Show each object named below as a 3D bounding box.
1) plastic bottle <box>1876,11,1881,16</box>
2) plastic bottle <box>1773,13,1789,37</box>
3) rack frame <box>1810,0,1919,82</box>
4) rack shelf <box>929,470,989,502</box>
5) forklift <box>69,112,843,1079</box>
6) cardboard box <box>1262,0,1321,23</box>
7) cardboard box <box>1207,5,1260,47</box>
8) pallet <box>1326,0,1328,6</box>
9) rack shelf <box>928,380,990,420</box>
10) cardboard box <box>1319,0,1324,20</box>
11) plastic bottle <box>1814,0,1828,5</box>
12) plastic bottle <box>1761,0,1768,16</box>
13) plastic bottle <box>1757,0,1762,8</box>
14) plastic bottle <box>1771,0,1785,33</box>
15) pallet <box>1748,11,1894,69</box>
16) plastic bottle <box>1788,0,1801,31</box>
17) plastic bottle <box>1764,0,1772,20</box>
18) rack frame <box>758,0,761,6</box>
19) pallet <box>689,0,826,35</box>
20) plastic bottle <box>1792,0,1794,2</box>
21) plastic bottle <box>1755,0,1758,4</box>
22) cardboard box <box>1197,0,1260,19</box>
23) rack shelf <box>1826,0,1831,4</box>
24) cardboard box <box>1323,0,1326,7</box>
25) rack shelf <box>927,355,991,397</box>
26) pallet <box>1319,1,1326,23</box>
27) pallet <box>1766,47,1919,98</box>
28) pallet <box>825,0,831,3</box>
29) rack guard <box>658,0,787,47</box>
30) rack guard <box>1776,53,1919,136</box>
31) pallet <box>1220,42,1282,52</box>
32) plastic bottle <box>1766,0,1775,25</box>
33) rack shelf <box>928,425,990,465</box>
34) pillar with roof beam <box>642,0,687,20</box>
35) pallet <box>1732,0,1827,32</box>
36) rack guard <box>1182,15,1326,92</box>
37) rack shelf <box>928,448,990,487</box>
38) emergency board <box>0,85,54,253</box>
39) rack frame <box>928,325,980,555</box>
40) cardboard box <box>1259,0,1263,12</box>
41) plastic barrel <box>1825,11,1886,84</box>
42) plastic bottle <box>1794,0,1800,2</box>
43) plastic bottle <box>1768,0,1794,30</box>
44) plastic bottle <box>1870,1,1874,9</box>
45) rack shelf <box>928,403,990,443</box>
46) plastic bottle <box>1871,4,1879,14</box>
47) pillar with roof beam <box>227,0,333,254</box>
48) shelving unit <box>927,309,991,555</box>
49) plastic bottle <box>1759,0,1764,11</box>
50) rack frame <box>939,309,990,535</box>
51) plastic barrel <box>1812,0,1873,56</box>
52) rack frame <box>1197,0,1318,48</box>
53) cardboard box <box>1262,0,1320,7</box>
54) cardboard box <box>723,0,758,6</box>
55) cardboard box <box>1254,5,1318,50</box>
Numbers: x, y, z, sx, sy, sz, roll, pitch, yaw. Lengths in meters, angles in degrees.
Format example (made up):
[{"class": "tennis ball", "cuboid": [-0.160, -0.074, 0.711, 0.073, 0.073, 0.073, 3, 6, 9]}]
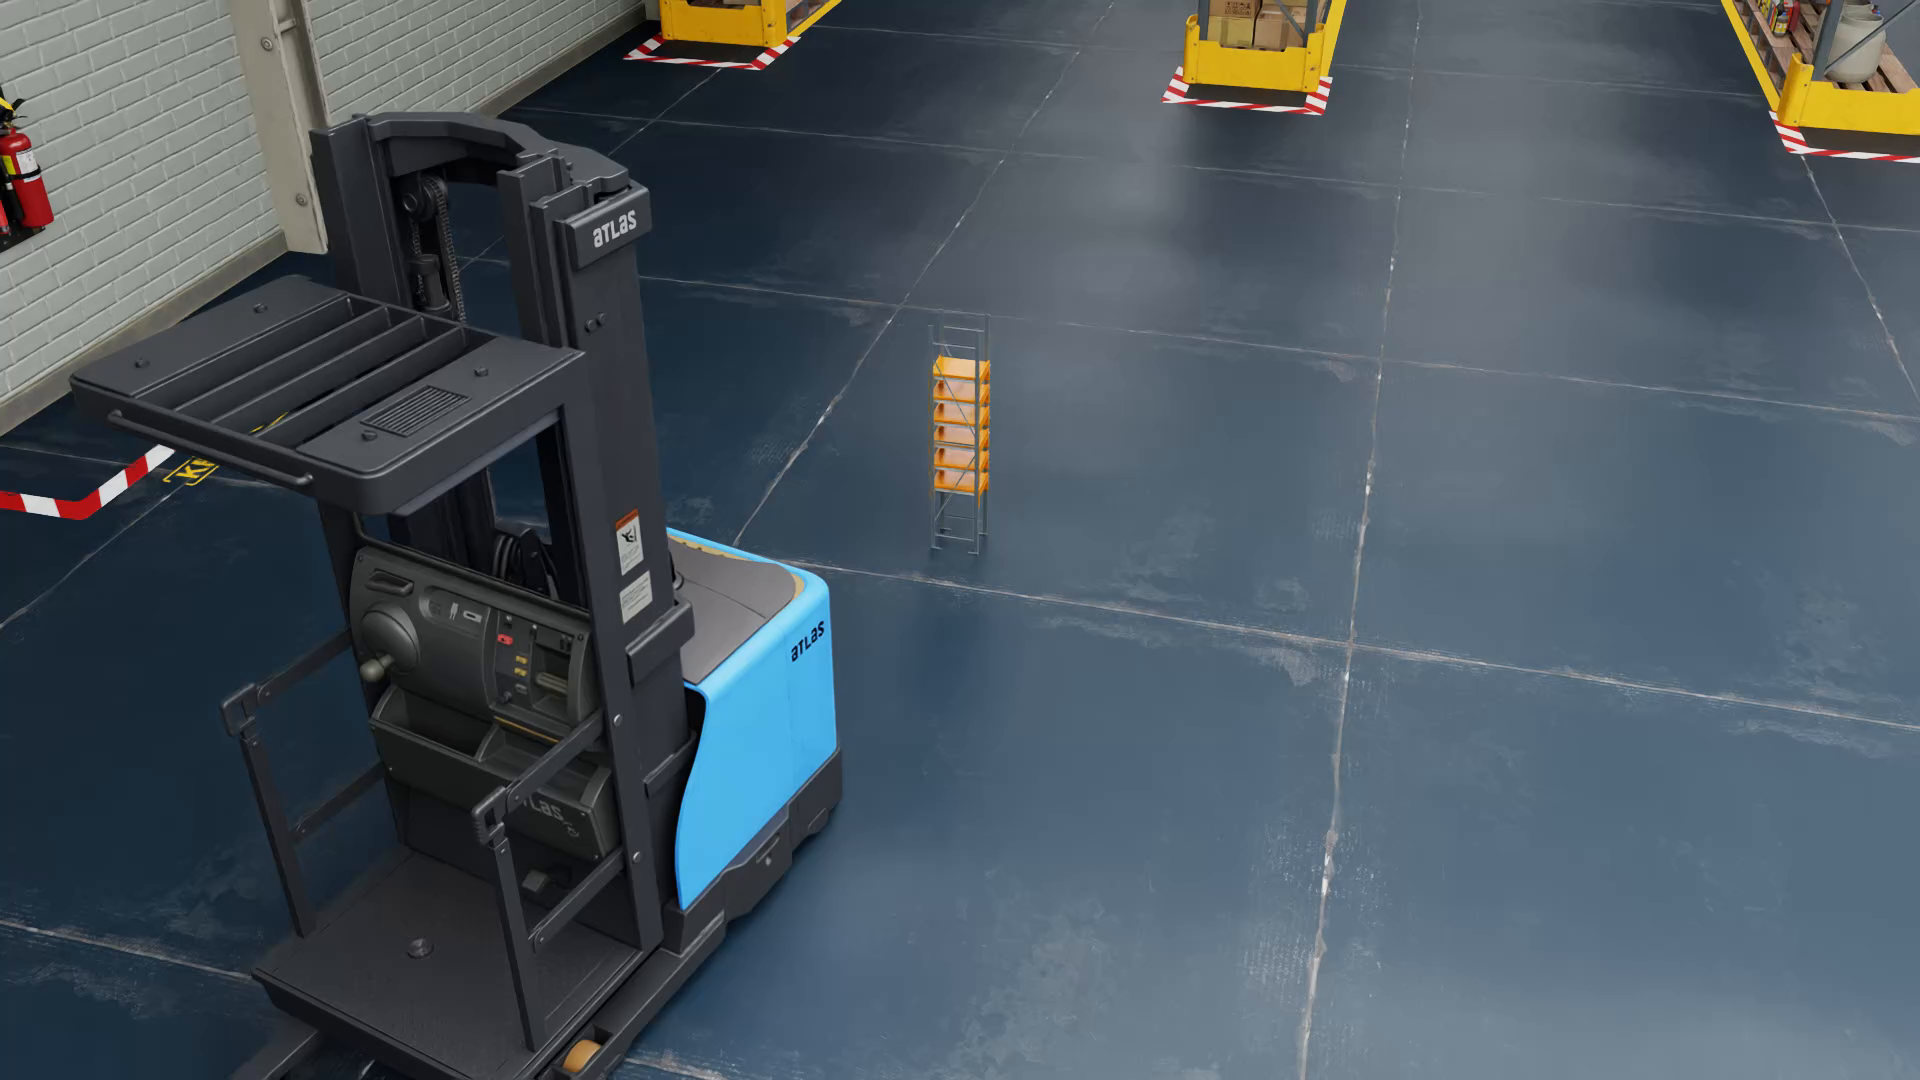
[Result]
[{"class": "plastic bottle", "cuboid": [8.102, -4.547, 14.740, 0.097, 0.271, 0.097, 0, 32, 0]}, {"class": "plastic bottle", "cuboid": [7.382, -4.632, 14.939, 0.097, 0.201, 0.097, 0, 32, 0]}, {"class": "rack frame", "cuboid": [7.340, -4.615, 12.713, 1.000, 3.000, 0.127, 8, 33, 12]}, {"class": "rack shelf", "cuboid": [-0.004, -0.259, 8.069, 0.258, 0.103, 0.180, 8, 33, 12]}, {"class": "forklift", "cuboid": [-1.610, 0.373, 4.931, 1.130, 2.935, 3.031, 16, 36, 24]}, {"class": "cardboard box", "cuboid": [3.025, -4.816, 15.201, 0.500, 0.250, 0.500, 8, 33, 12]}, {"class": "cardboard box", "cuboid": [2.400, -4.626, 14.903, 0.500, 0.250, 0.500, 8, 33, 12]}, {"class": "pallet", "cuboid": [3.323, -5.783, 17.150, 1.003, 0.211, 1.213, 8, 33, 12]}, {"class": "rack shelf", "cuboid": [-0.004, -0.664, 7.811, 0.258, 0.103, 0.180, 8, 33, 12]}, {"class": "cardboard box", "cuboid": [3.152, -5.075, 15.609, 0.500, 0.250, 0.500, 8, 33, 12]}, {"class": "plastic bottle", "cuboid": [8.272, -5.261, 15.858, 0.152, 0.276, 0.135, 8, 33, 12]}, {"class": "plastic bottle", "cuboid": [7.593, -5.077, 15.500, 0.144, 0.351, 0.185, 8, 33, 12]}, {"class": "plastic bottle", "cuboid": [7.619, -5.189, 15.739, 0.061, 0.283, 0.133, 9, 34, 15]}, {"class": "plastic bottle", "cuboid": [7.394, -4.730, 15.016, 0.061, 0.283, 0.133, 9, 33, 14]}, {"class": "pallet", "cuboid": [7.837, -4.536, 15.188, 1.003, 0.211, 1.213, 8, 33, 12]}, {"class": "plastic bottle", "cuboid": [7.576, -4.780, 15.094, 0.061, 0.283, 0.133, 8, 33, 12]}, {"class": "plastic bottle", "cuboid": [7.546, -4.981, 15.348, 0.144, 0.351, 0.185, 9, 34, 14]}, {"class": "rack frame", "cuboid": [-2.243, -5.964, 14.835, 1.000, 3.000, 0.127, 8, 33, 12]}, {"class": "pallet", "cuboid": [-1.983, -5.243, 16.301, 1.003, 0.211, 1.213, 8, 33, 12]}, {"class": "plastic bottle", "cuboid": [7.674, -4.924, 15.398, 0.097, 0.201, 0.097, 0, 32, 0]}, {"class": "plastic bottle", "cuboid": [7.701, -5.298, 15.847, 0.144, 0.351, 0.185, 7, 33, 10]}, {"class": "cardboard box", "cuboid": [2.398, -4.943, 14.702, 0.500, 0.500, 0.500, 8, 33, 12]}, {"class": "rack shelf", "cuboid": [7.848, -5.349, 14.539, 1.077, 0.370, 4.000, 8, 33, 12]}, {"class": "cardboard box", "cuboid": [3.283, -5.334, 16.016, 0.500, 0.250, 0.500, 8, 33, 12]}, {"class": "rack shelf", "cuboid": [-0.004, -0.765, 7.747, 0.258, 0.103, 0.180, 8, 33, 12]}, {"class": "pallet", "cuboid": [3.015, -5.148, 16.151, 1.003, 0.211, 1.213, 8, 33, 12]}, {"class": "pallet", "cuboid": [7.525, -3.905, 14.195, 1.003, 0.211, 1.213, 8, 33, 12]}, {"class": "pallet", "cuboid": [-1.671, -5.874, 17.293, 1.003, 0.211, 1.213, 8, 33, 12]}, {"class": "rack guard", "cuboid": [-2.223, -4.948, 15.567, 1.175, 0.500, 0.348, 8, 33, 12]}, {"class": "rack guard", "cuboid": [7.314, -3.606, 13.456, 1.175, 0.500, 0.348, 8, 33, 12]}, {"class": "pallet", "cuboid": [2.703, -4.517, 15.158, 1.003, 0.211, 1.213, 8, 33, 12]}, {"class": "plastic bottle", "cuboid": [7.508, -4.863, 15.232, 0.152, 0.276, 0.135, 7, 33, 11]}, {"class": "rack shelf", "cuboid": [-0.004, -0.461, 7.940, 0.258, 0.103, 0.180, 8, 33, 12]}, {"class": "pillar with roof beam", "cuboid": [1.262, -8.390, 13.060, 9.100, 9.000, 0.400, 8, 33, 12]}, {"class": "pallet", "cuboid": [8.145, -5.171, 16.187, 1.003, 0.211, 1.213, 8, 33, 12]}, {"class": "rack guard", "cuboid": [2.544, -4.224, 14.428, 1.175, 0.500, 0.348, 8, 33, 12]}, {"class": "rack shelf", "cuboid": [-0.004, -0.360, 8.005, 0.258, 0.103, 0.180, 8, 33, 12]}, {"class": "emergency board", "cuboid": [-5.088, -2.054, 8.685, 0.194, 1.169, 0.643, 8, 33, 12]}, {"class": "rack frame", "cuboid": [-0.027, -0.451, 7.842, 0.240, 1.200, 0.006, 8, 33, 12]}, {"class": "cardboard box", "cuboid": [2.515, -4.888, 15.314, 0.500, 0.250, 0.500, 8, 33, 12]}, {"class": "plastic barrel", "cuboid": [7.433, -4.094, 13.821, 0.421, 0.512, 0.421, 0, 32, 0]}, {"class": "plastic bottle", "cuboid": [7.743, -5.039, 15.509, 0.152, 0.276, 0.135, 8, 33, 12]}, {"class": "plastic bottle", "cuboid": [7.473, -4.791, 15.119, 0.152, 0.276, 0.135, 8, 33, 13]}, {"class": "plastic bottle", "cuboid": [8.189, -4.725, 15.020, 0.097, 0.271, 0.097, 0, 32, 0]}, {"class": "rack shelf", "cuboid": [-0.004, -0.563, 7.876, 0.258, 0.103, 0.180, 8, 33, 12]}, {"class": "plastic bottle", "cuboid": [8.177, -4.667, 14.918, 0.061, 0.283, 0.133, 9, 33, 13]}, {"class": "pillar with roof beam", "cuboid": [-0.260, -5.277, 8.162, 9.100, 9.000, 0.400, 8, 33, 12]}, {"class": "shelving unit", "cuboid": [-0.004, -0.499, 7.916, 0.258, 1.200, 0.189, 8, 33, 12]}, {"class": "plastic bottle", "cuboid": [7.607, -5.091, 15.661, 0.097, 0.201, 0.097, 0, 32, 0]}, {"class": "rack frame", "cuboid": [0.020, -0.546, 7.991, 0.240, 1.200, 0.006, 8, 33, 12]}, {"class": "plastic barrel", "cuboid": [7.560, -4.354, 14.231, 0.421, 0.512, 0.421, 0, 32, 0]}, {"class": "rack frame", "cuboid": [2.550, -5.291, 13.777, 1.000, 3.000, 0.127, 8, 33, 12]}, {"class": "cardboard box", "cuboid": [3.026, -5.132, 14.999, 0.500, 0.500, 0.500, 8, 33, 12]}, {"class": "cardboard box", "cuboid": [-1.980, -5.361, 15.984, 0.500, 0.311, 0.500, 4, 33, 7]}, {"class": "cardboard box", "cuboid": [2.901, -4.556, 14.792, 0.500, 0.250, 0.500, 8, 33, 12]}]
